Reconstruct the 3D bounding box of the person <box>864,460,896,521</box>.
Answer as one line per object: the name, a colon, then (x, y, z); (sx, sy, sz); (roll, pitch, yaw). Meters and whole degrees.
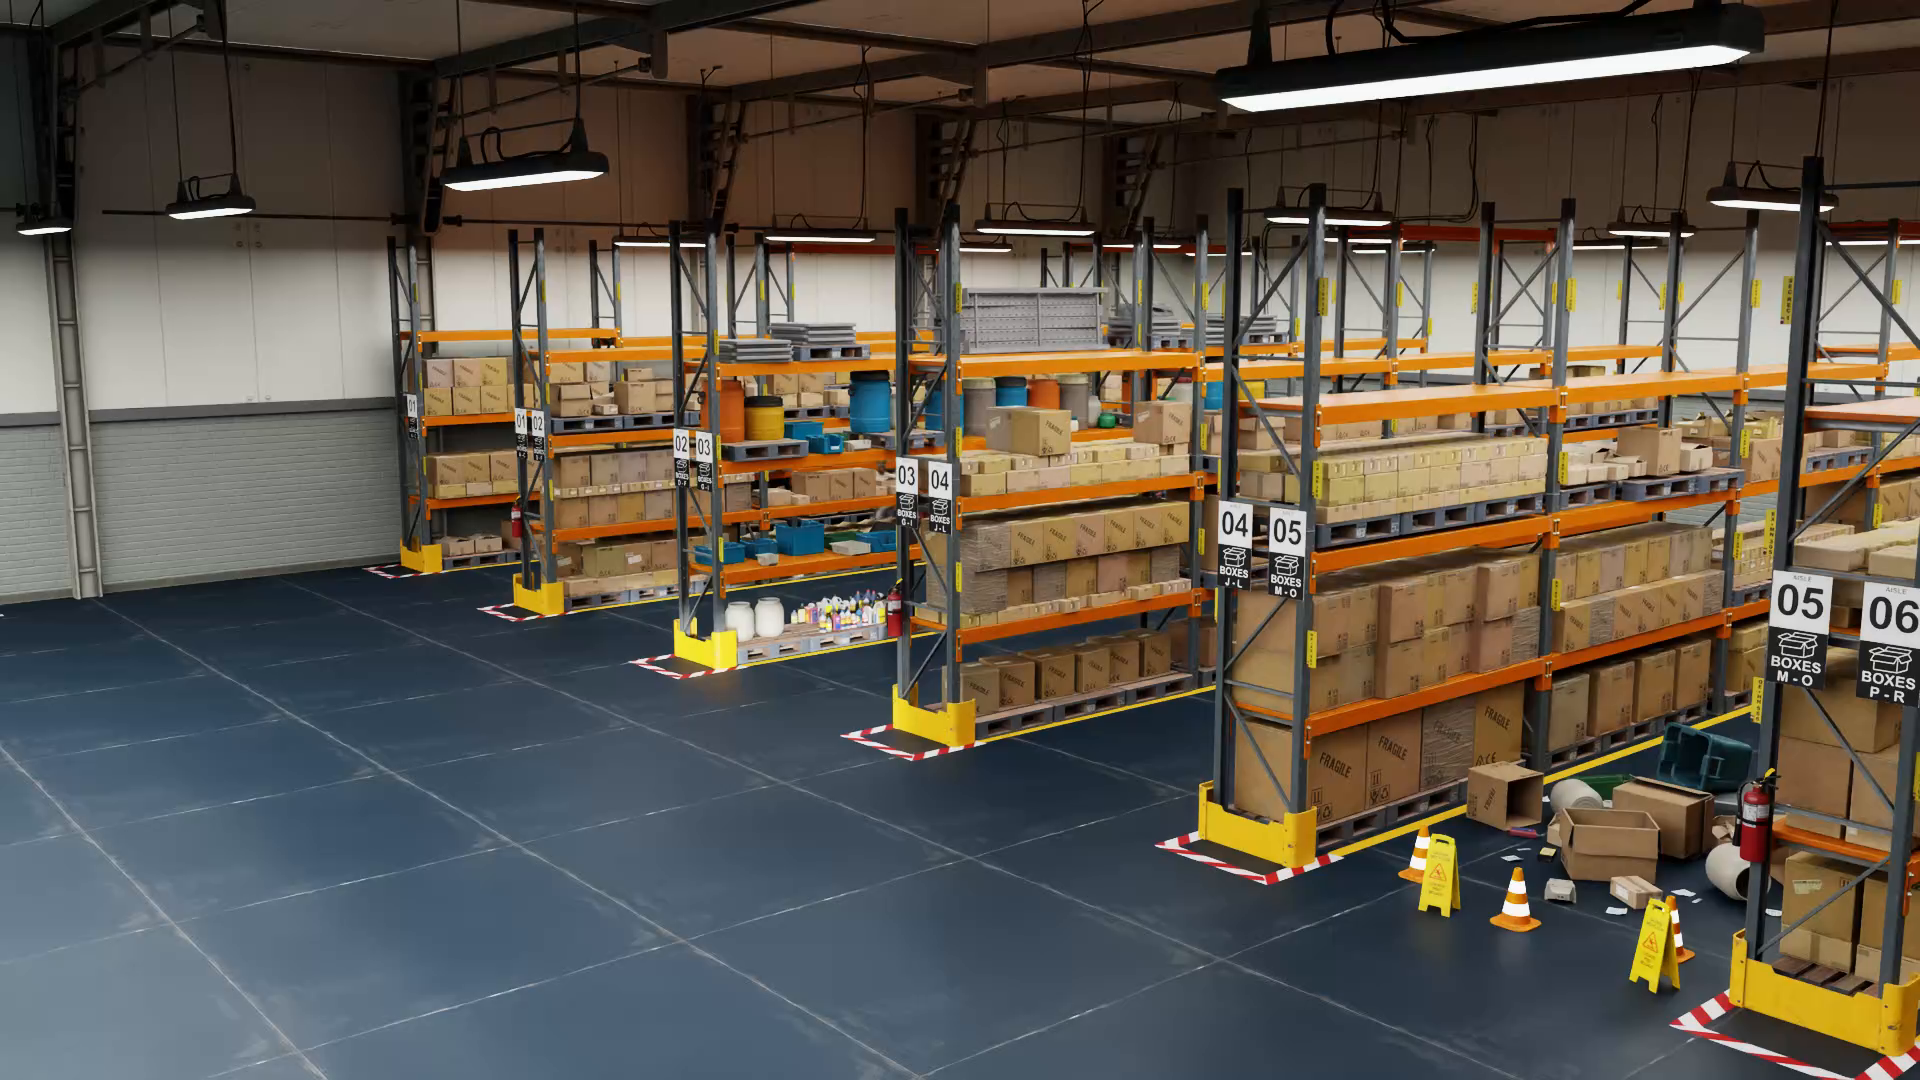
person: (-1.601, -0.742, 32.840); (0.983, 1.710, 0.512); (-7, 11, -39)
